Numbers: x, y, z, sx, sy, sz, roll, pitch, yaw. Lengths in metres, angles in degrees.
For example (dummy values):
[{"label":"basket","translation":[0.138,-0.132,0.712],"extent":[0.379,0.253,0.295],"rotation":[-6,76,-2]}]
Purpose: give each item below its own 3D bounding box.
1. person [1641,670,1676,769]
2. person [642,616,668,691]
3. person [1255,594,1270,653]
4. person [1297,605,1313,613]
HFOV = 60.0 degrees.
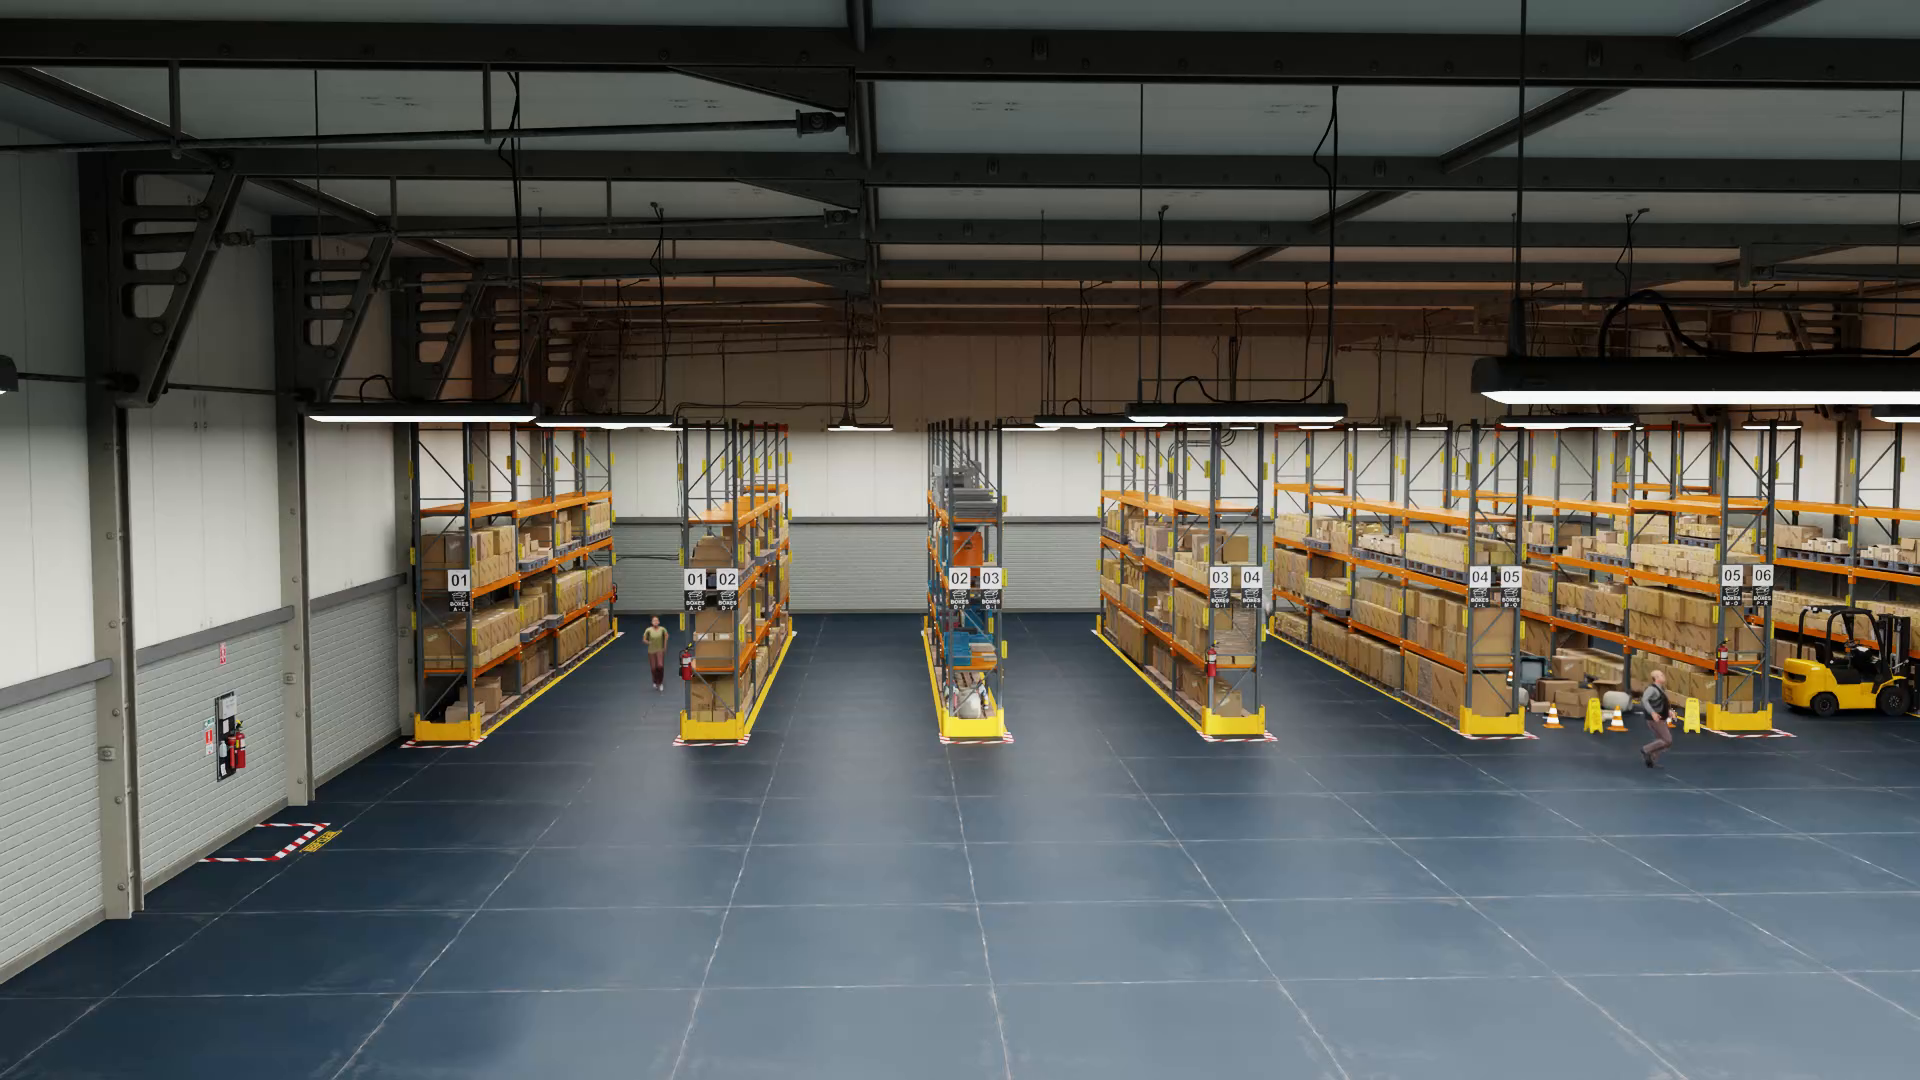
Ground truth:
[{"label":"person","translation":[11.915,3.070,28.372],"extent":[0.523,1.686,0.668],"rotation":[3,5,38]},{"label":"person","translation":[-6.788,2.523,37.070],"extent":[0.567,1.681,0.693],"rotation":[-1,4,-9]},{"label":"person","translation":[7.827,2.061,43.806],"extent":[0.705,1.765,0.956],"rotation":[0,4,2]},{"label":"person","translation":[10.220,1.774,49.180],"extent":[0.800,1.609,0.587],"rotation":[0,4,3]}]
